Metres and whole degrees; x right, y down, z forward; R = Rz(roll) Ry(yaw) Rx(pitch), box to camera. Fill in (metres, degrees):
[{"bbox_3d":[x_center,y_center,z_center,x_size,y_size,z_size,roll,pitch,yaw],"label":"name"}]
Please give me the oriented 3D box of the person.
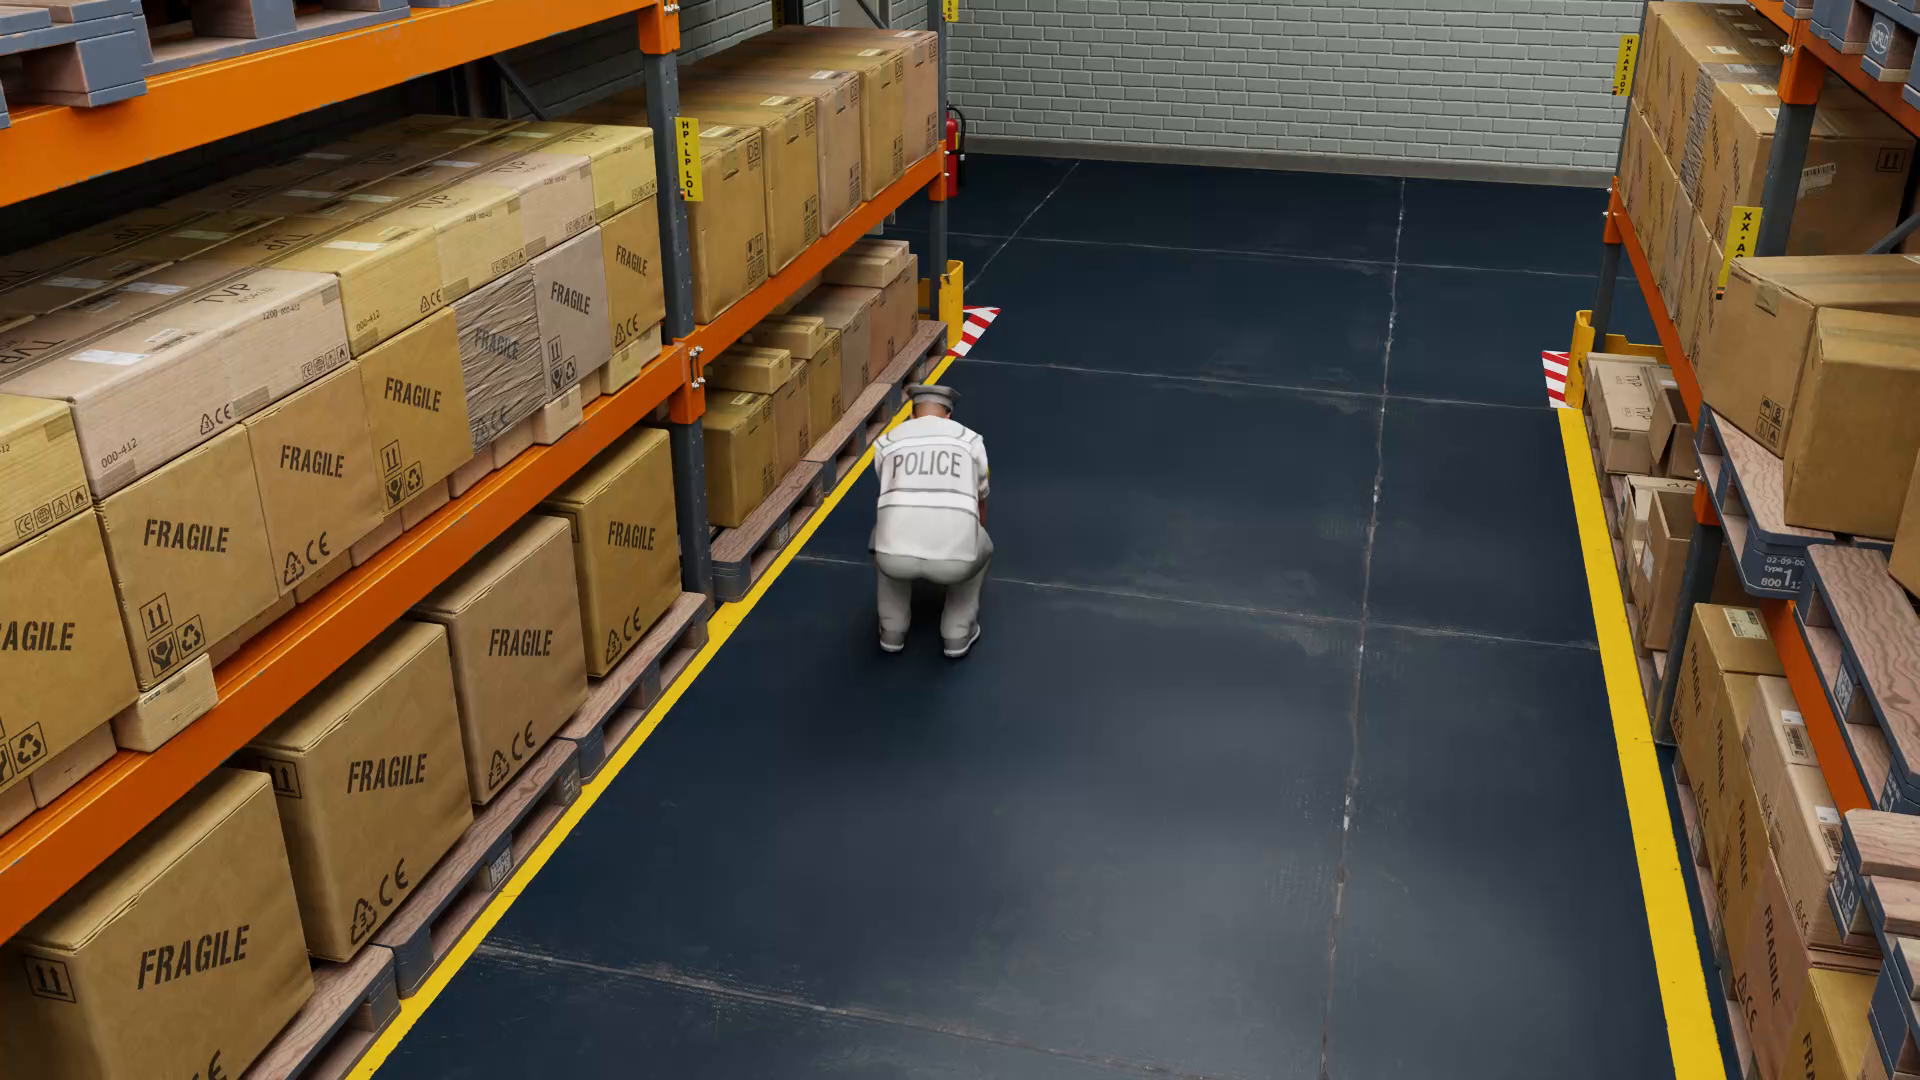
[{"bbox_3d":[-0.123,-0.083,7.147,0.529,1.025,0.950,3,25,7],"label":"person"}]
